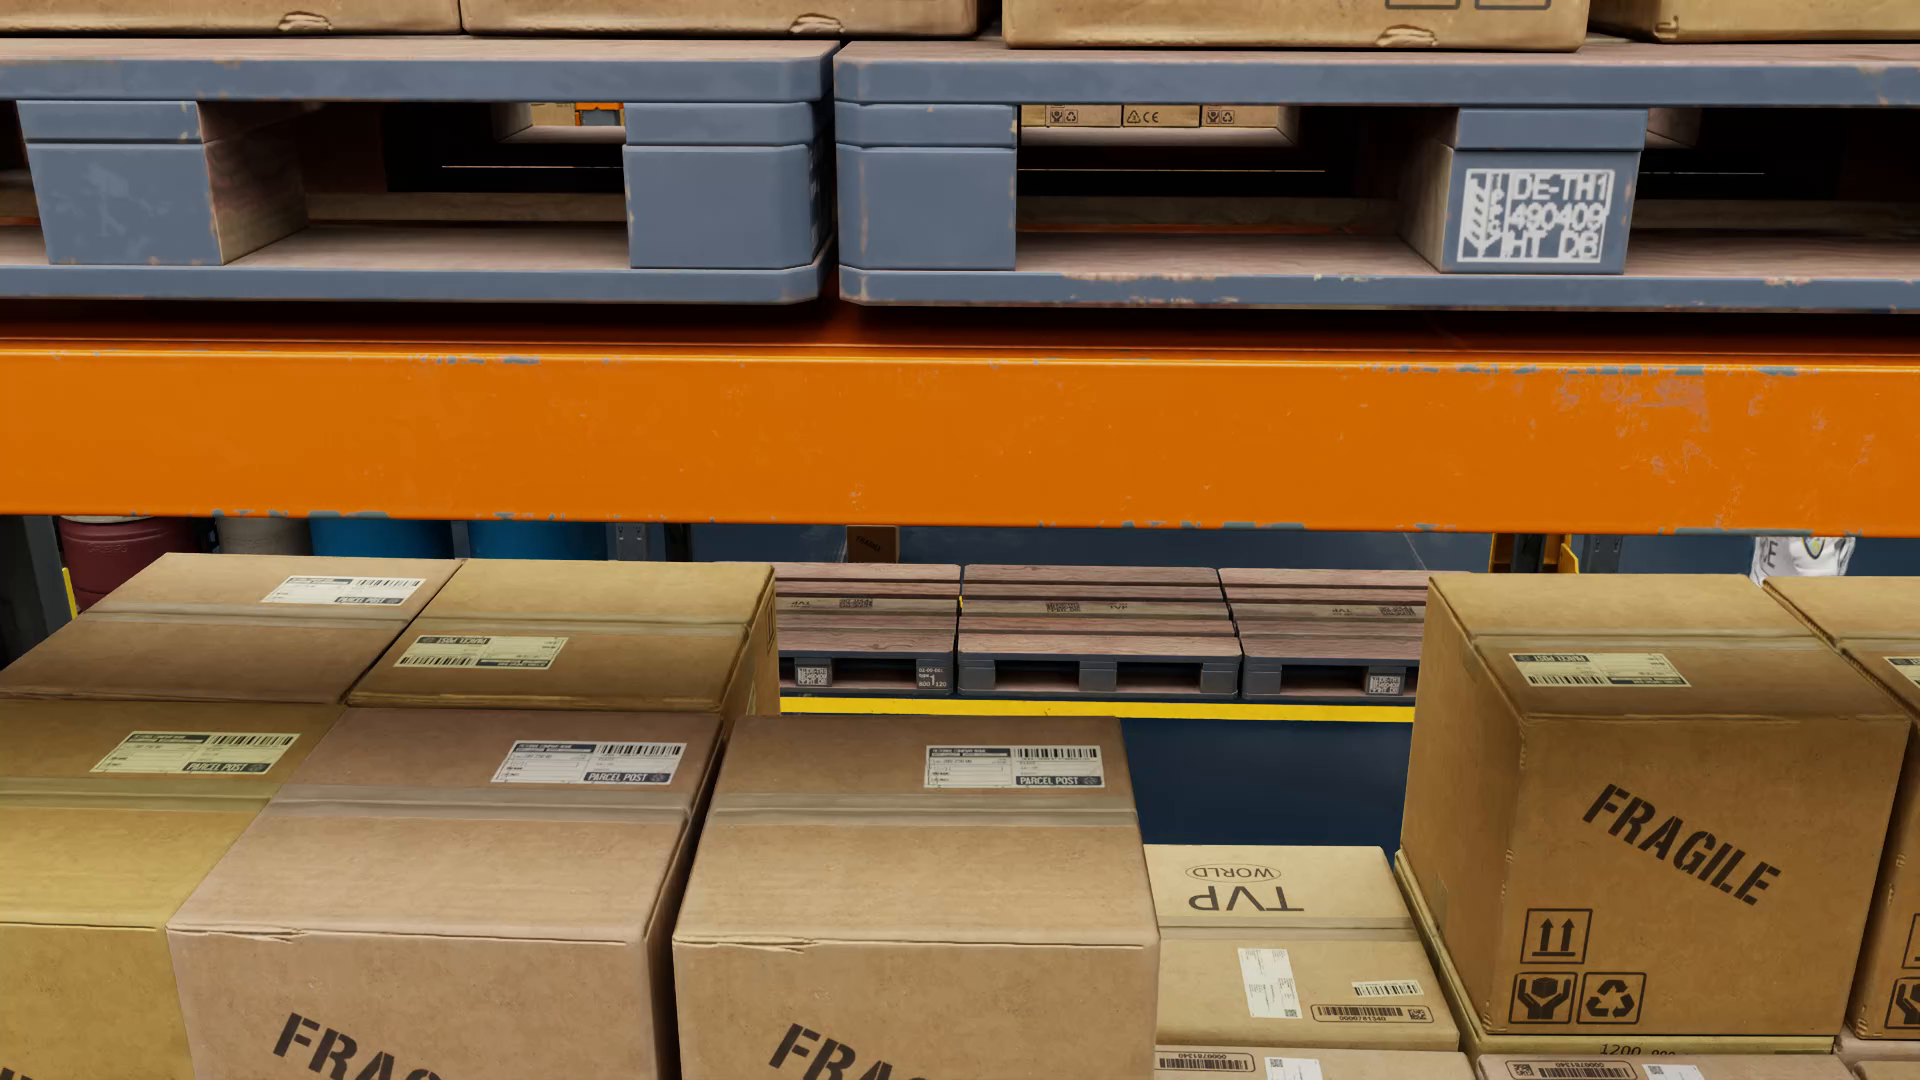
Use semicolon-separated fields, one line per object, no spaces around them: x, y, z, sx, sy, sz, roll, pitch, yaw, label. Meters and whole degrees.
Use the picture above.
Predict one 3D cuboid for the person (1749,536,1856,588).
2.910;0.340;5.672;0.558;1.694;0.512;8;22;20;person
